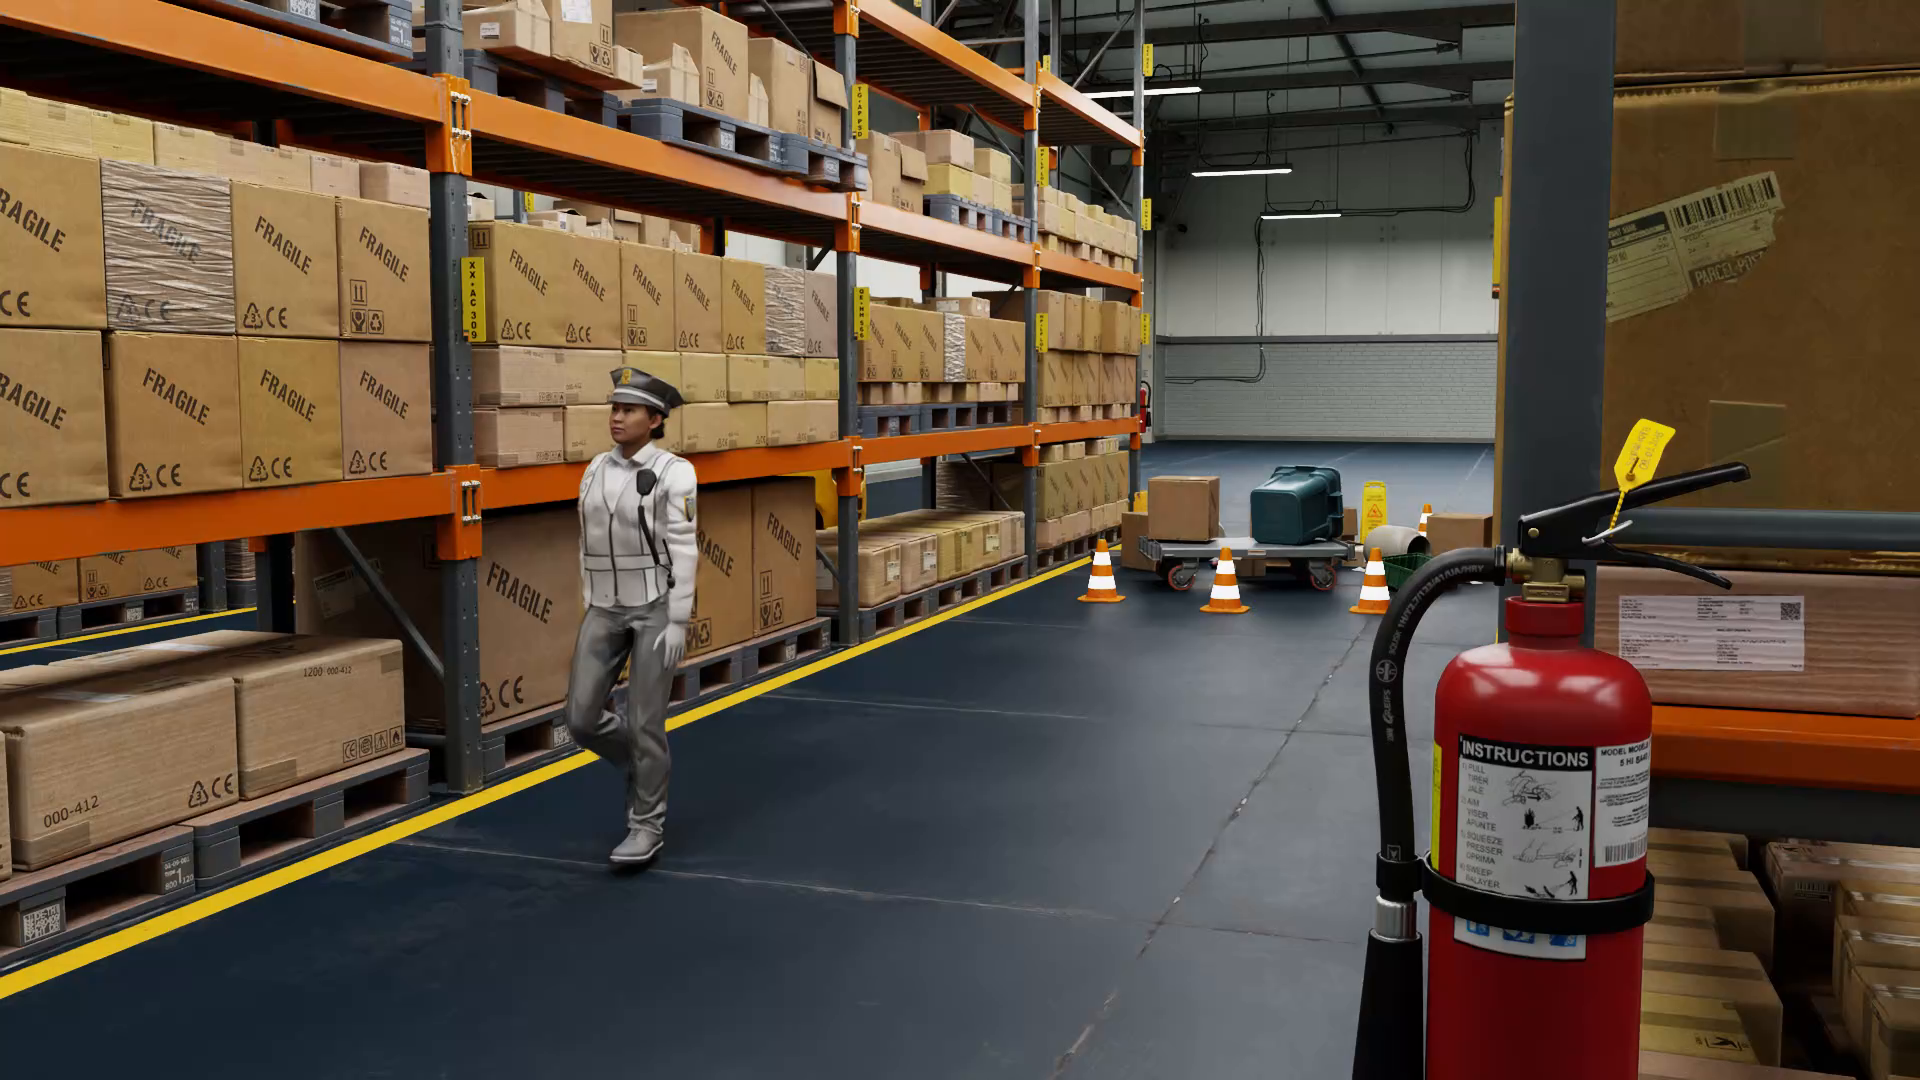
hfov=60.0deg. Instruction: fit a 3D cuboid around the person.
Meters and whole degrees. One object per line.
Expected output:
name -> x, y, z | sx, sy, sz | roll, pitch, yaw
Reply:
person -> -1.110, 0.242, 5.734 | 0.484, 1.675, 0.481 | 2, 6, 19
